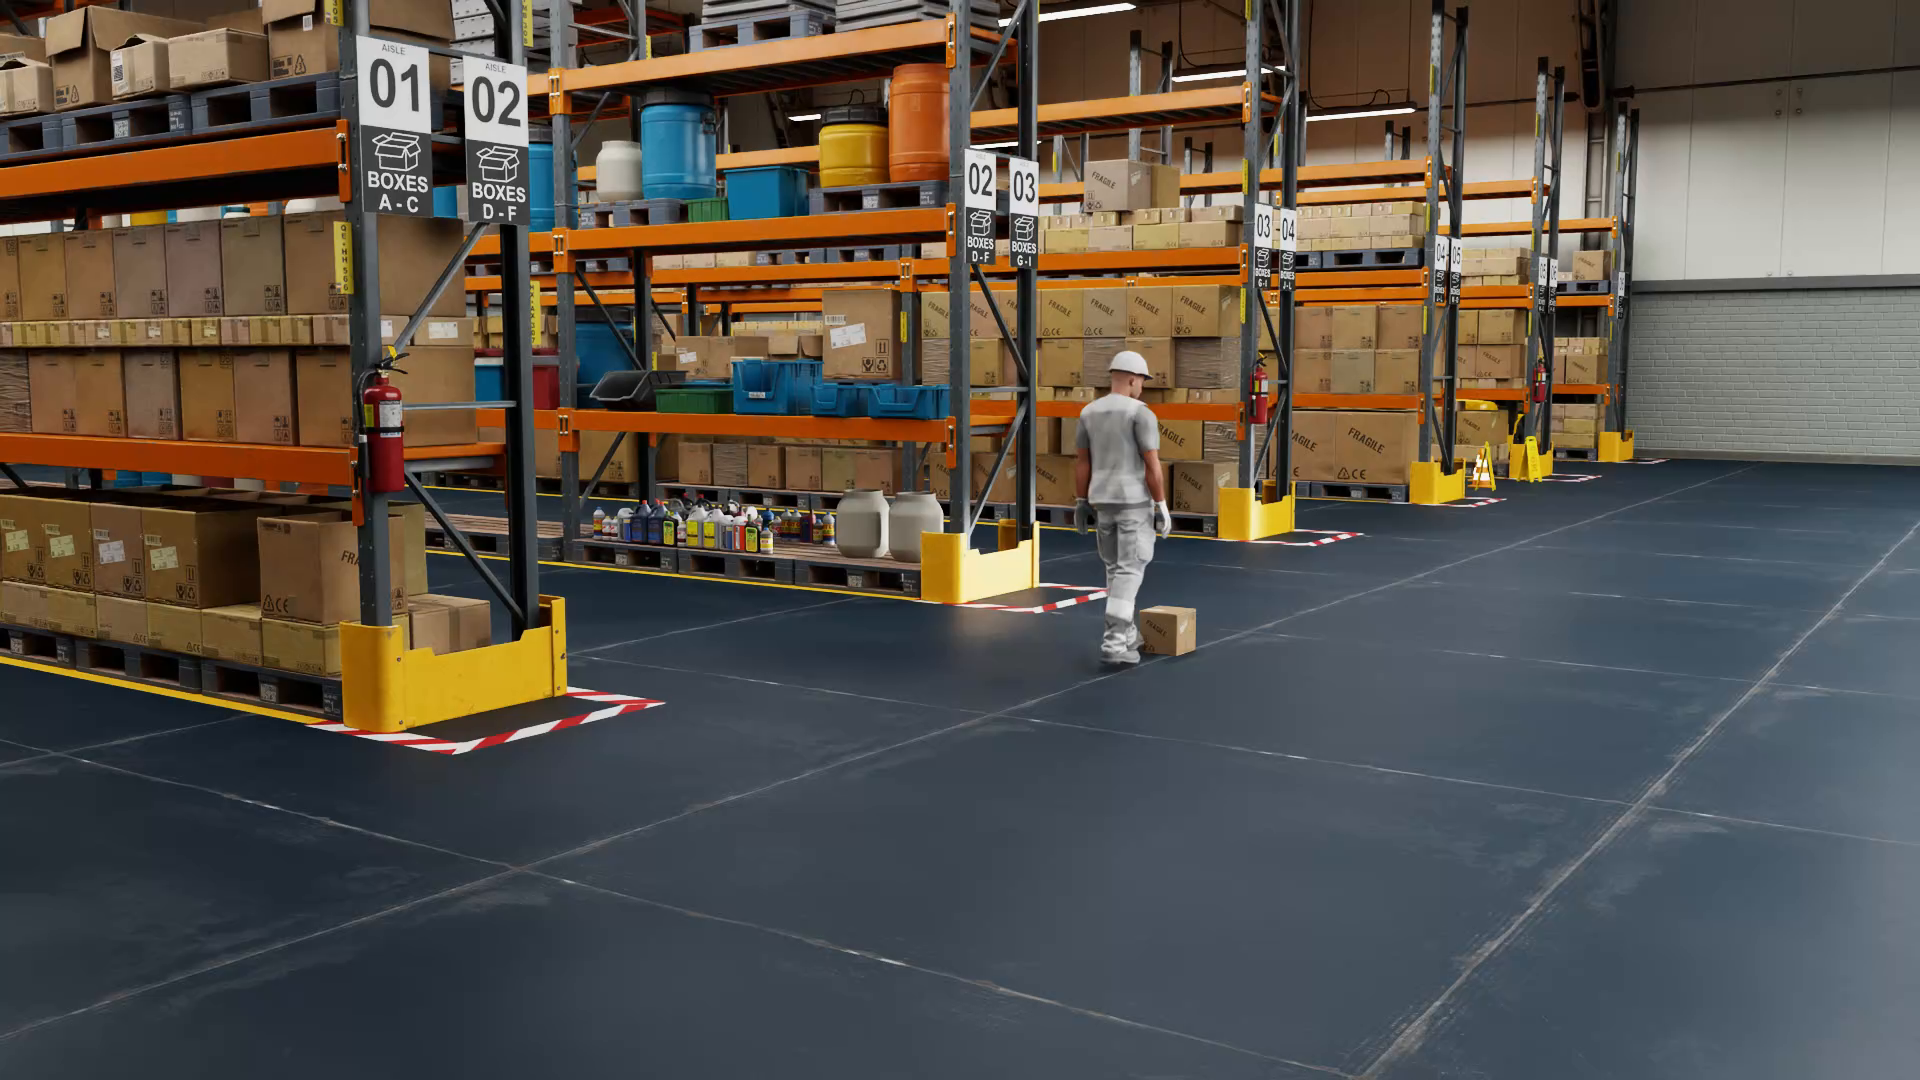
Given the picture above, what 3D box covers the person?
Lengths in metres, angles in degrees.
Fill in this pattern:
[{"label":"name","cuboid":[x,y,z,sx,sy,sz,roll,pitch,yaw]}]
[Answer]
[{"label":"person","cuboid":[0.982,-0.191,9.503,0.607,1.773,0.748,5,8,40]}]
